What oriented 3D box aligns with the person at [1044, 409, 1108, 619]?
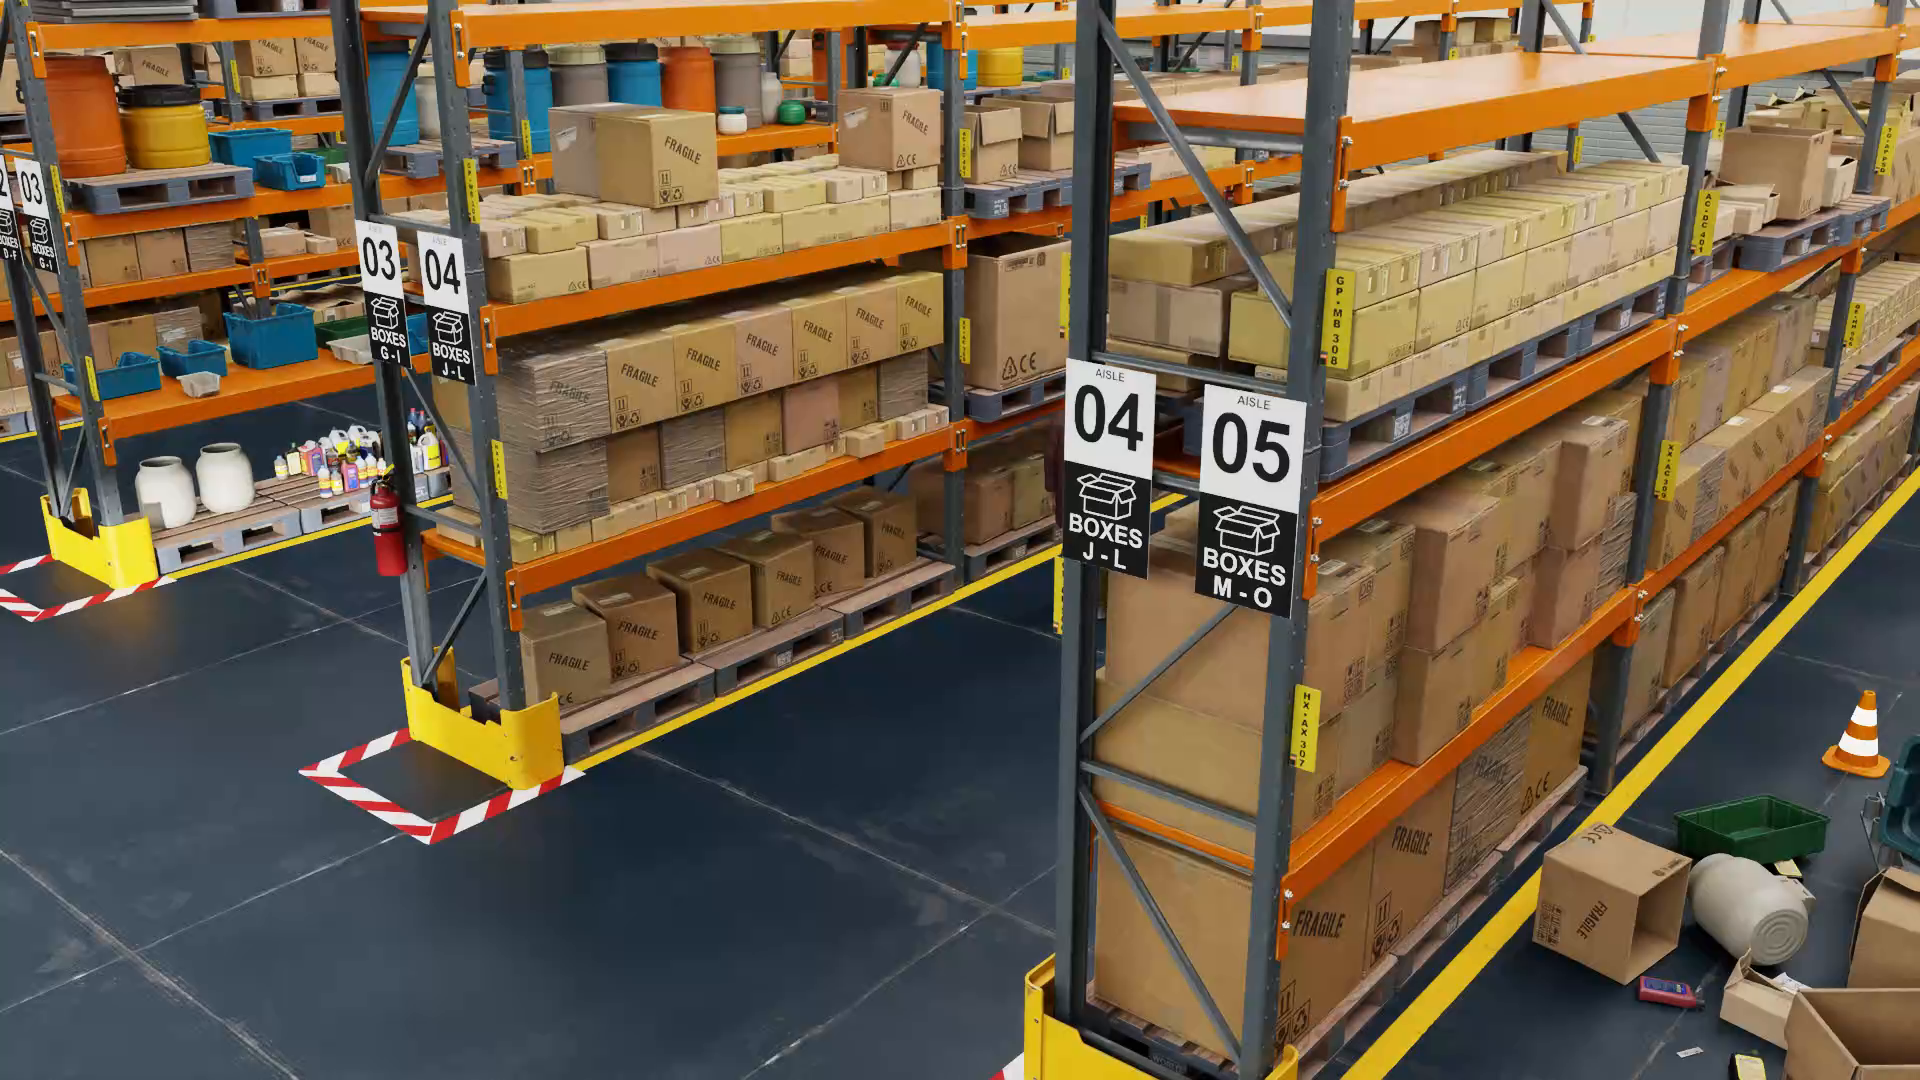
[{"bbox_3d":[0.913,-0.324,11.992,0.653,1.774,0.427,10,22,25],"label":"person"}]
